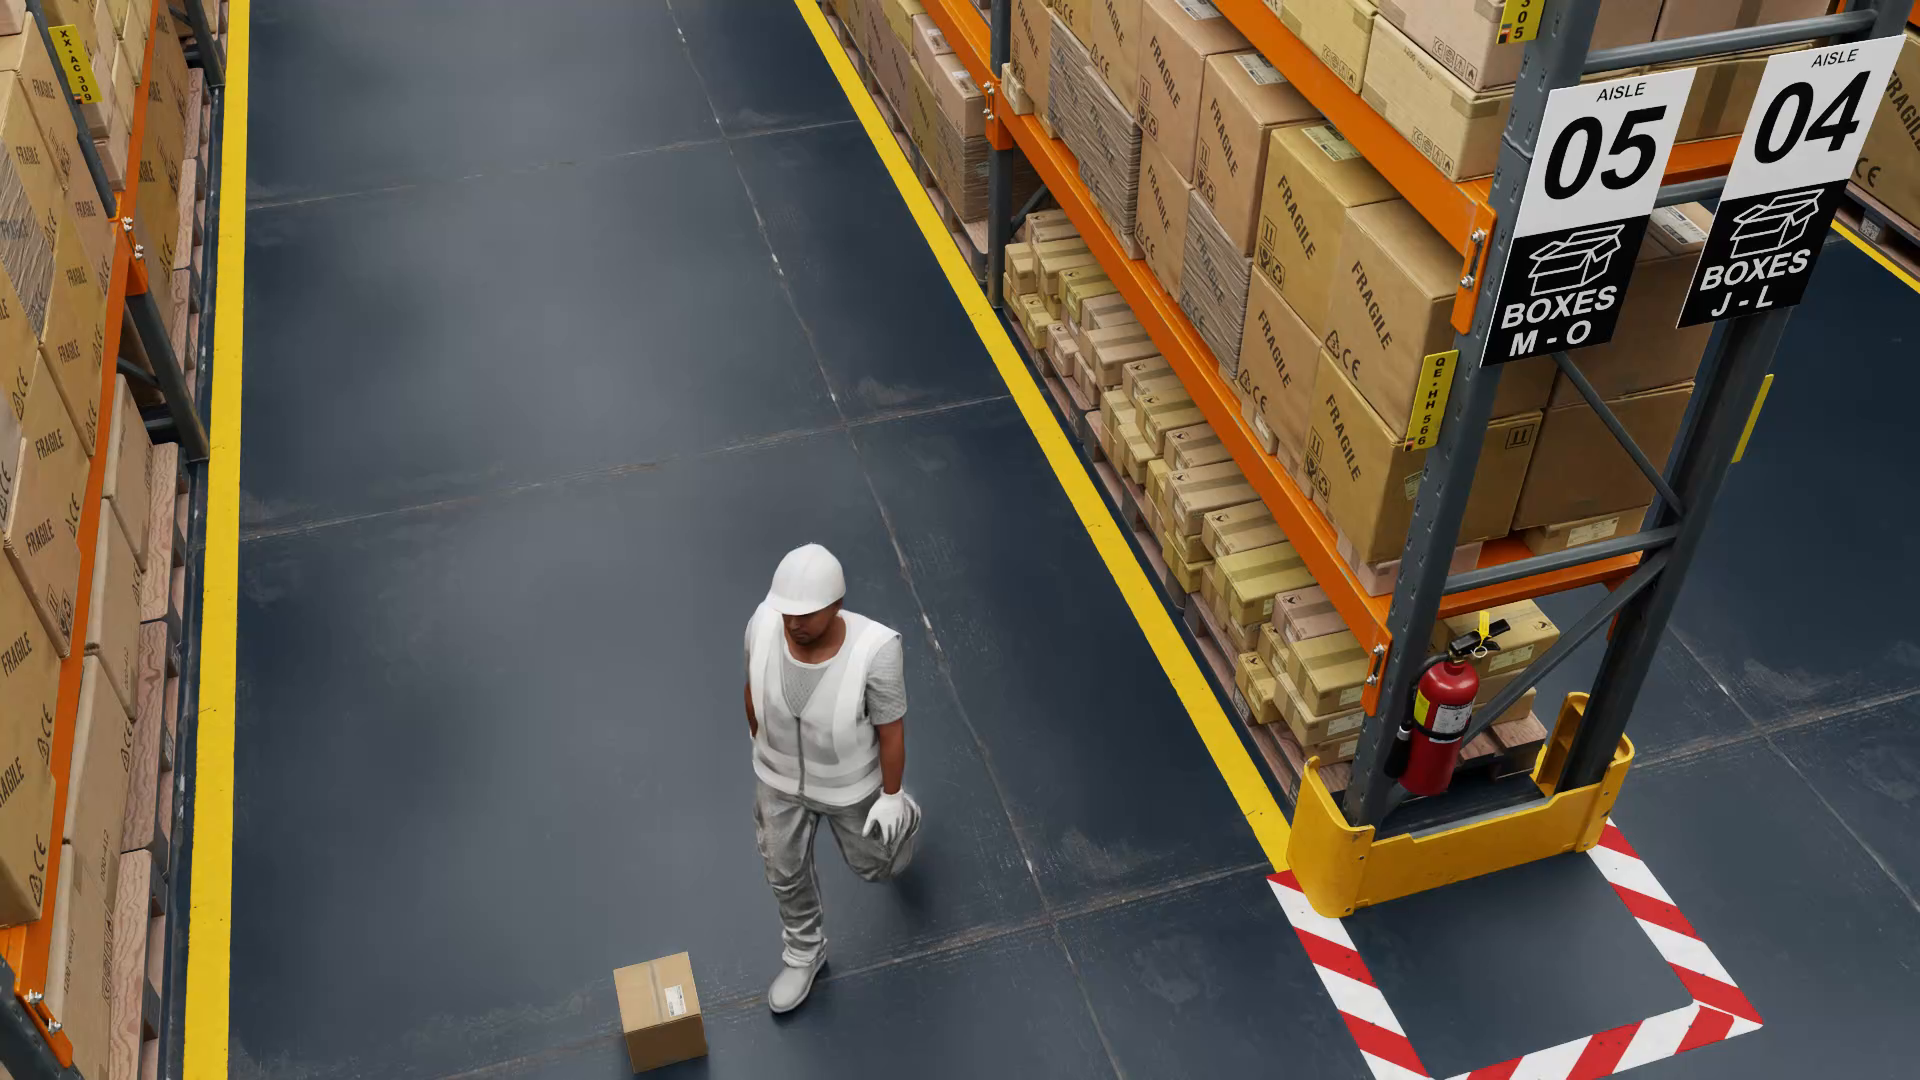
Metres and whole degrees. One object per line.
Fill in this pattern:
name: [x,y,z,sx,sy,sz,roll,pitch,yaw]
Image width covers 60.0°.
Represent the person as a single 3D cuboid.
person: [-0.424,0.713,5.339,0.577,1.762,0.846,11,43,12]
